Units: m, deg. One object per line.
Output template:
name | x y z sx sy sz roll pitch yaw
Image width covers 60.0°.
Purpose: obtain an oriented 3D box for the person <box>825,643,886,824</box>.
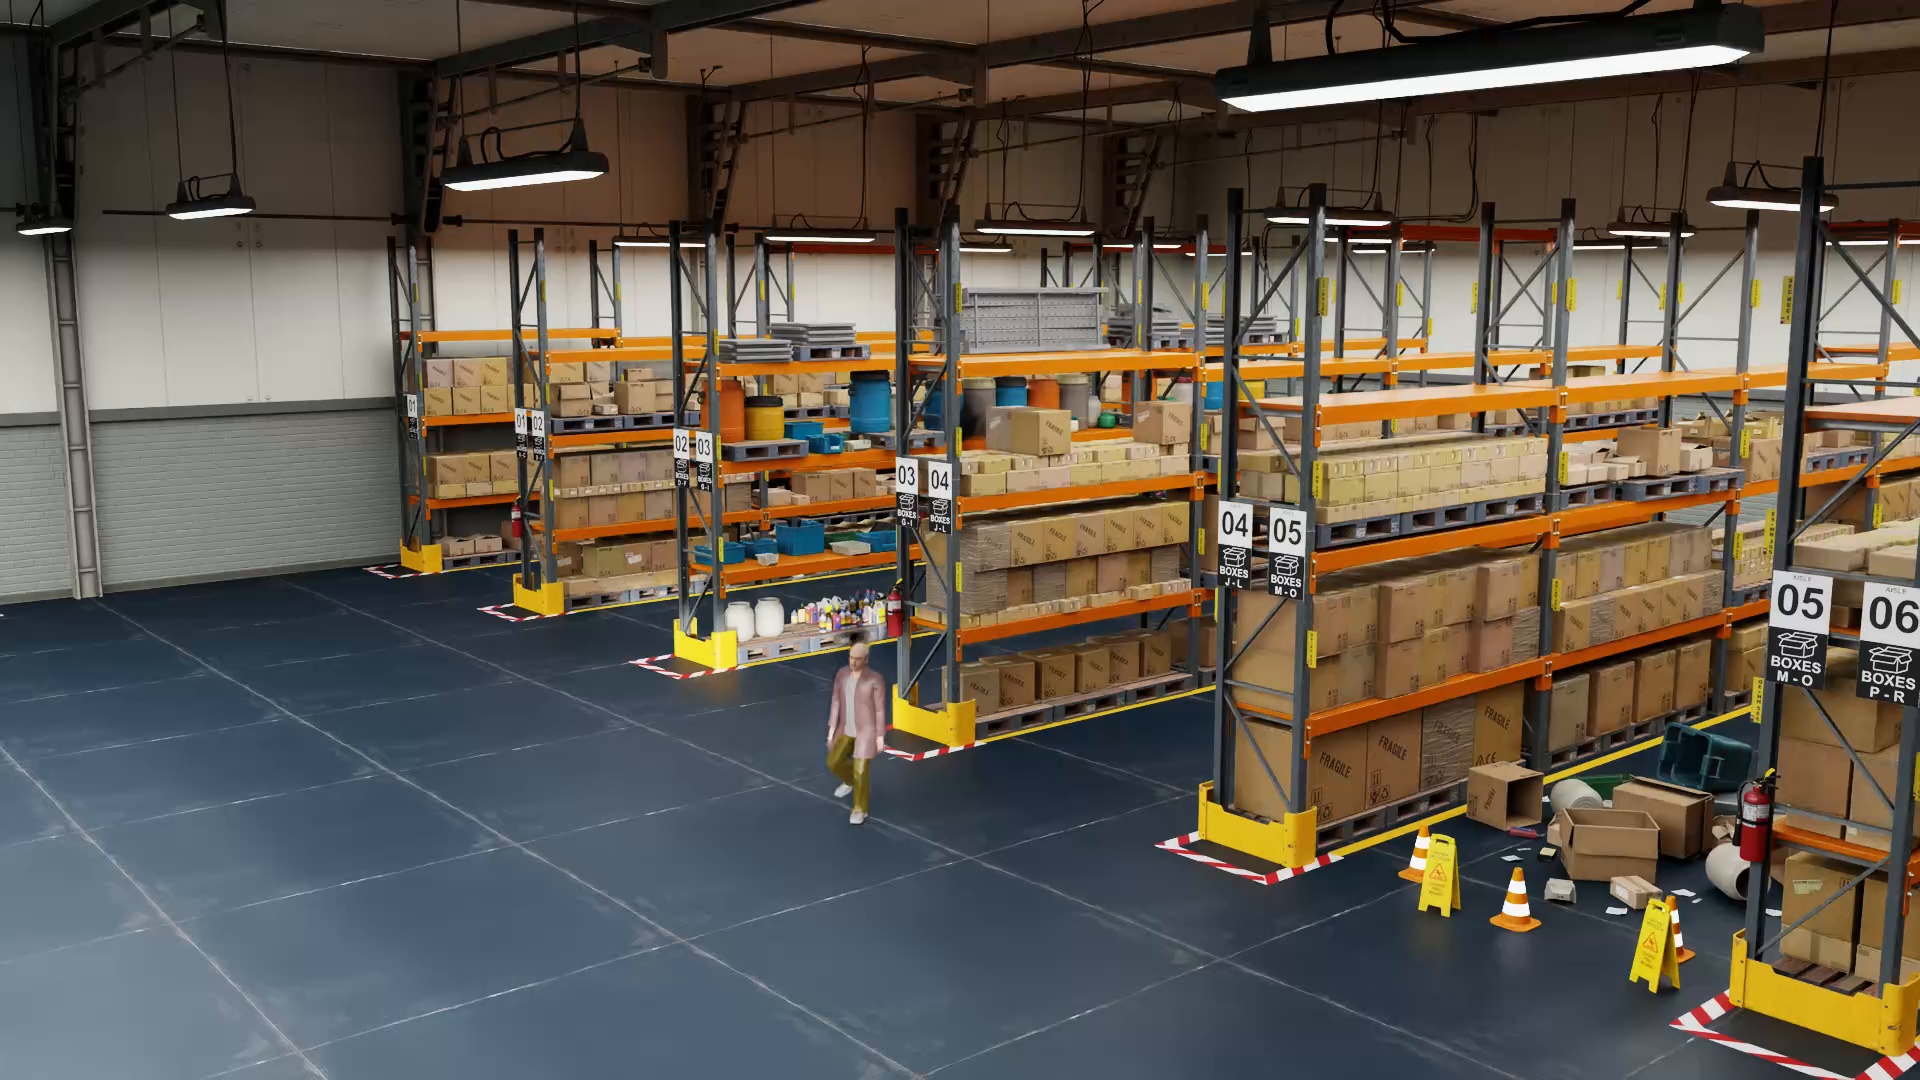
person | -1.006 1.822 16.150 0.762 1.749 0.658 5 10 30
